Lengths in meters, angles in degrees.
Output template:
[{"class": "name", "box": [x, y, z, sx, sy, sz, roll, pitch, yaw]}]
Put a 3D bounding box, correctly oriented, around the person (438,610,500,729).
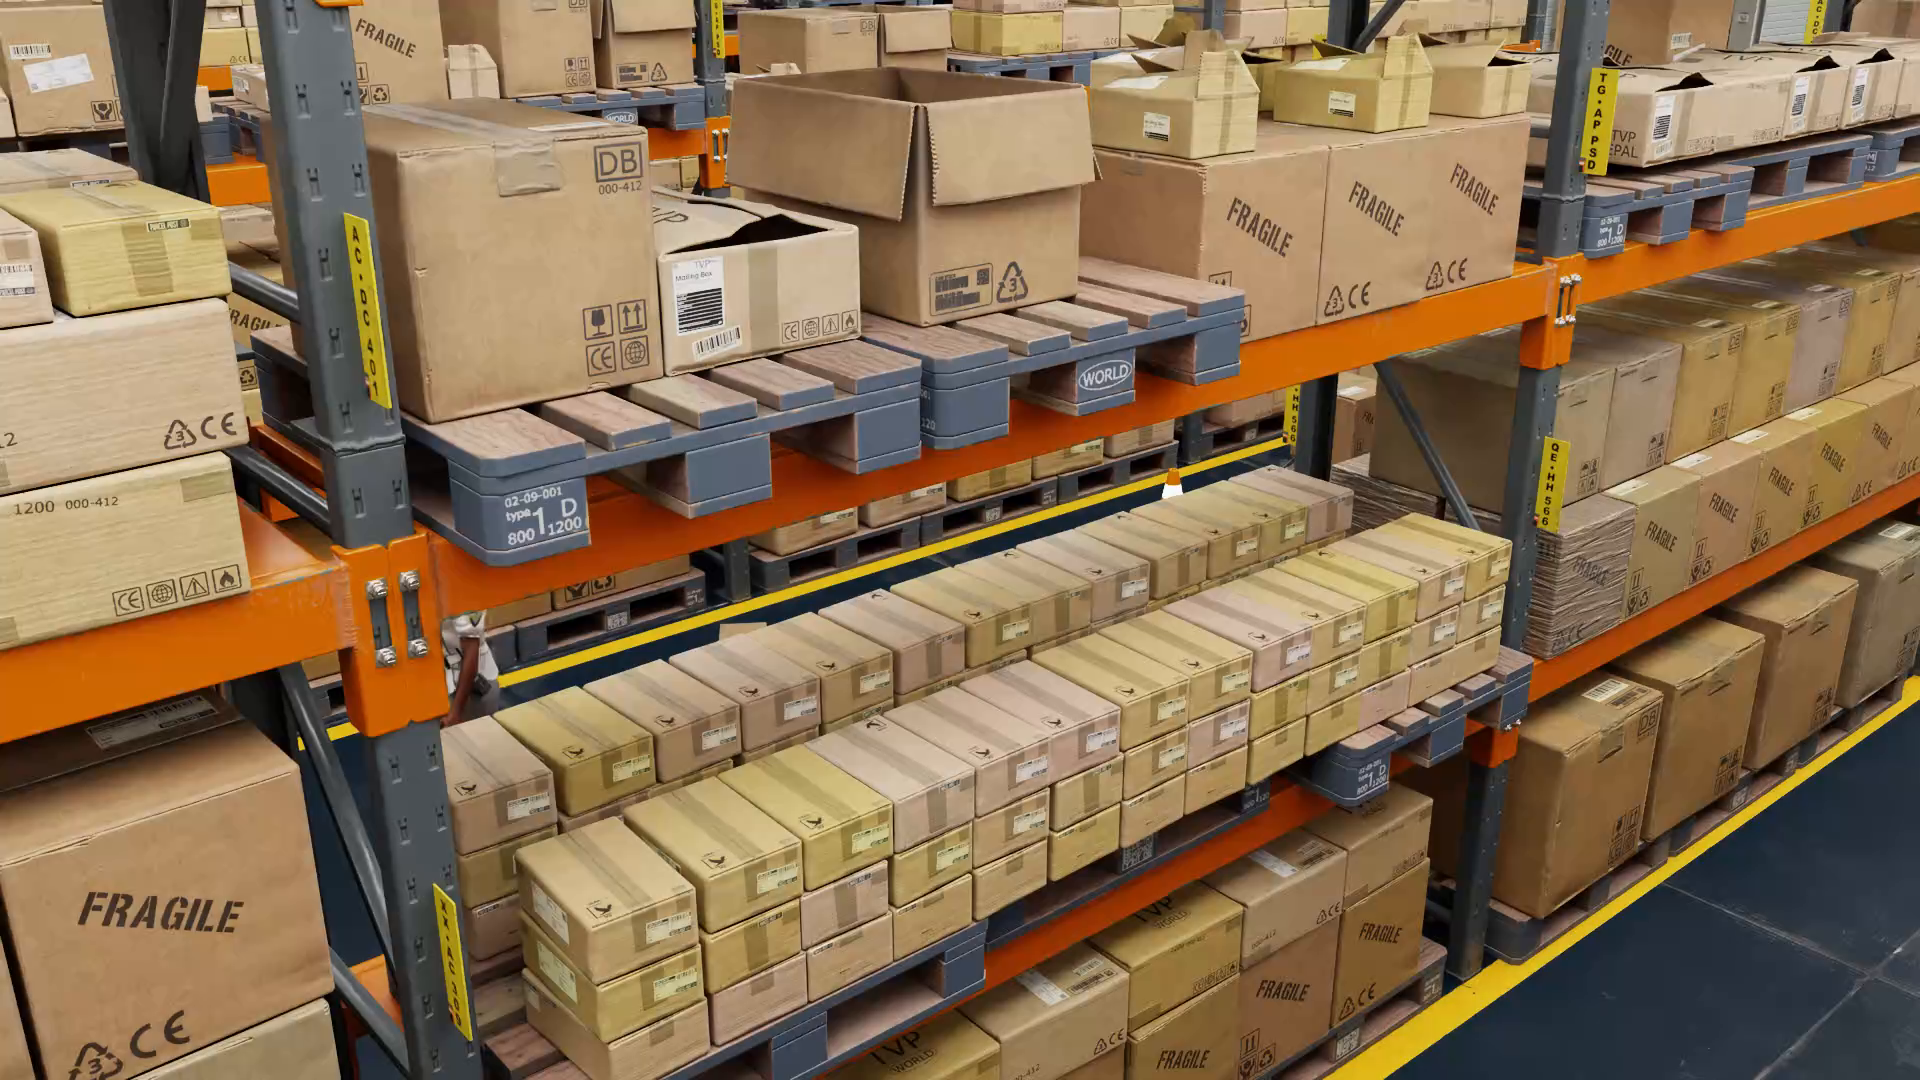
[{"class": "person", "box": [-2.126, 0.658, 6.886, 0.442, 1.762, 0.538, 14, 25, 31]}]
